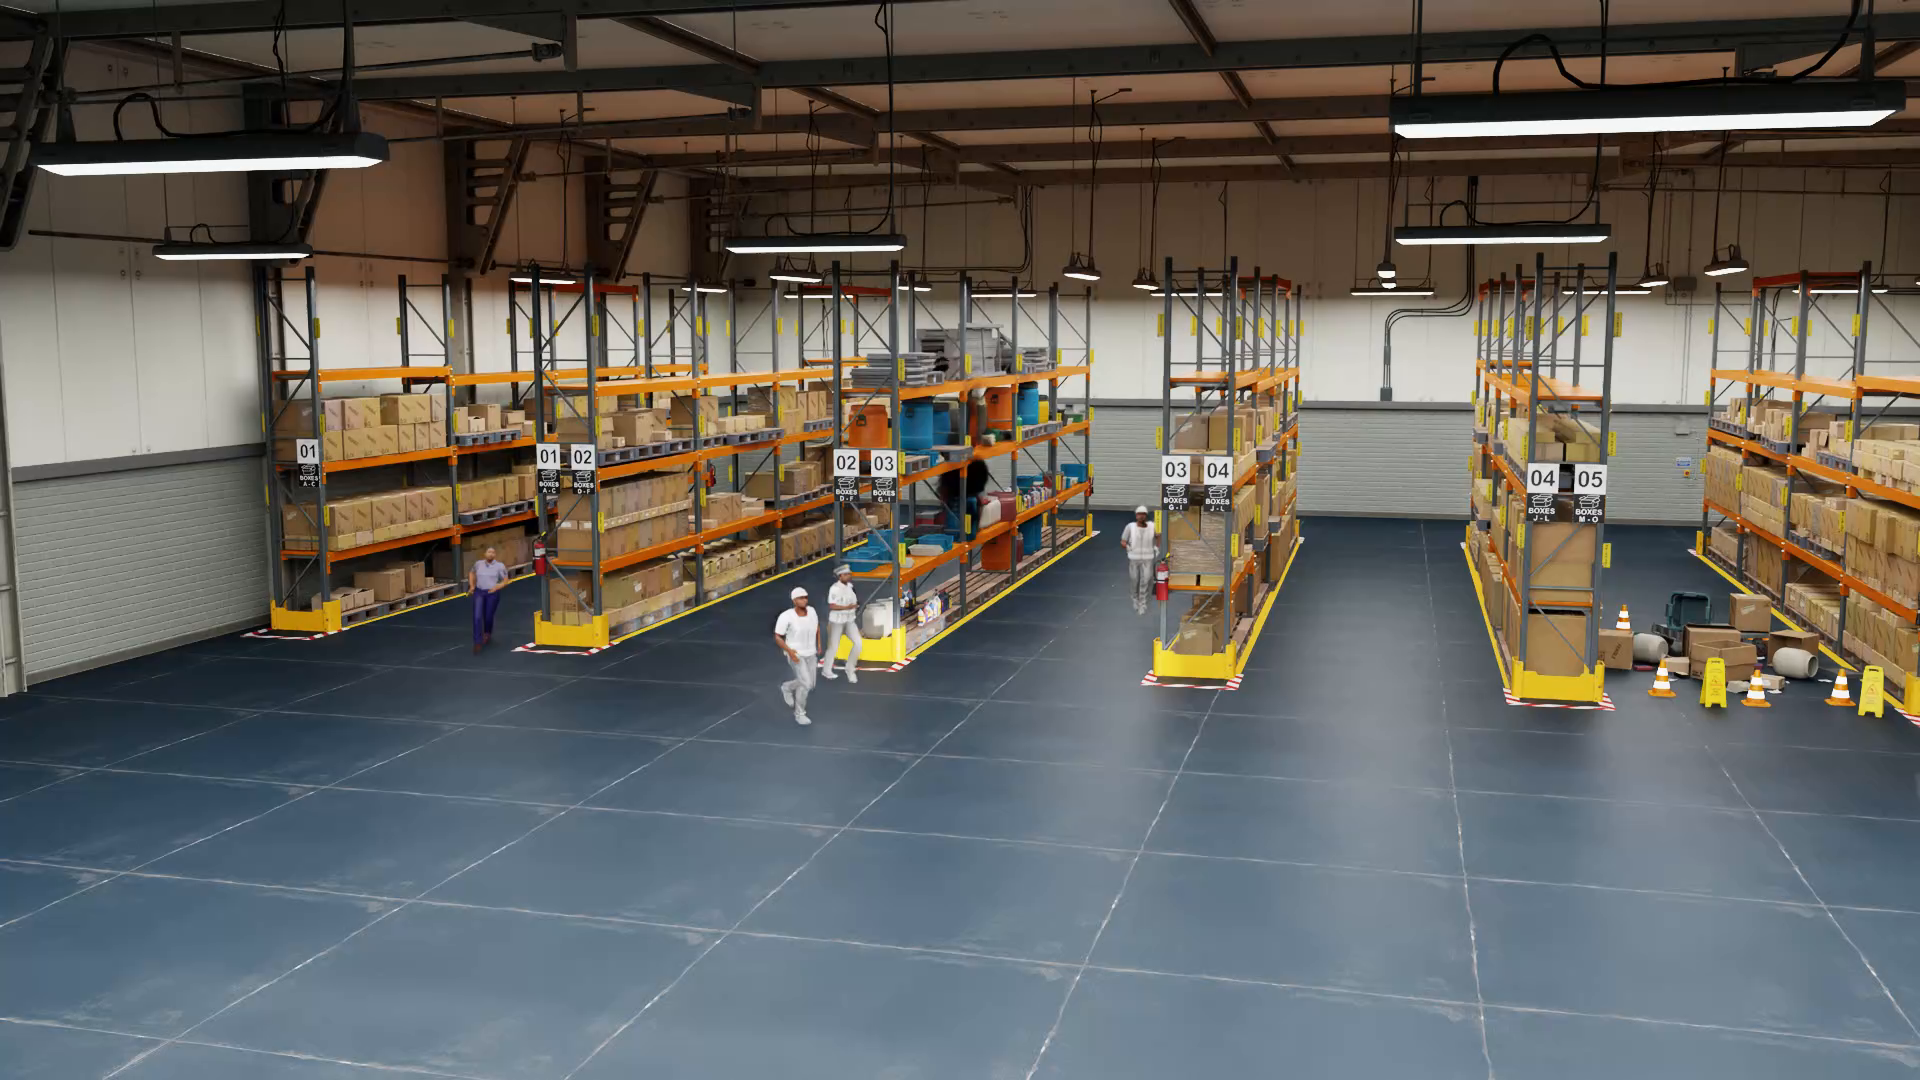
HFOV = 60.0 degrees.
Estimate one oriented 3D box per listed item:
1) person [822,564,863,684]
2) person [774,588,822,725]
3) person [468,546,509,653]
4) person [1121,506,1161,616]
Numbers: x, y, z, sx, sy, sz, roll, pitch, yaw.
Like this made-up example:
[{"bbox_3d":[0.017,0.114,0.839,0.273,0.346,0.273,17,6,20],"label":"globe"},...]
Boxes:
[{"bbox_3d":[-1.628,1.189,23.593,0.584,1.723,0.714,-6,10,-41],"label":"person"},{"bbox_3d":[-2.099,1.455,21.310,0.704,1.748,0.656,-7,10,-43],"label":"person"},{"bbox_3d":[-7.402,0.903,26.150,0.626,1.646,0.780,-1,7,-9],"label":"person"},{"bbox_3d":[3.004,0.330,27.543,0.682,1.779,0.817,1,7,4],"label":"person"}]
